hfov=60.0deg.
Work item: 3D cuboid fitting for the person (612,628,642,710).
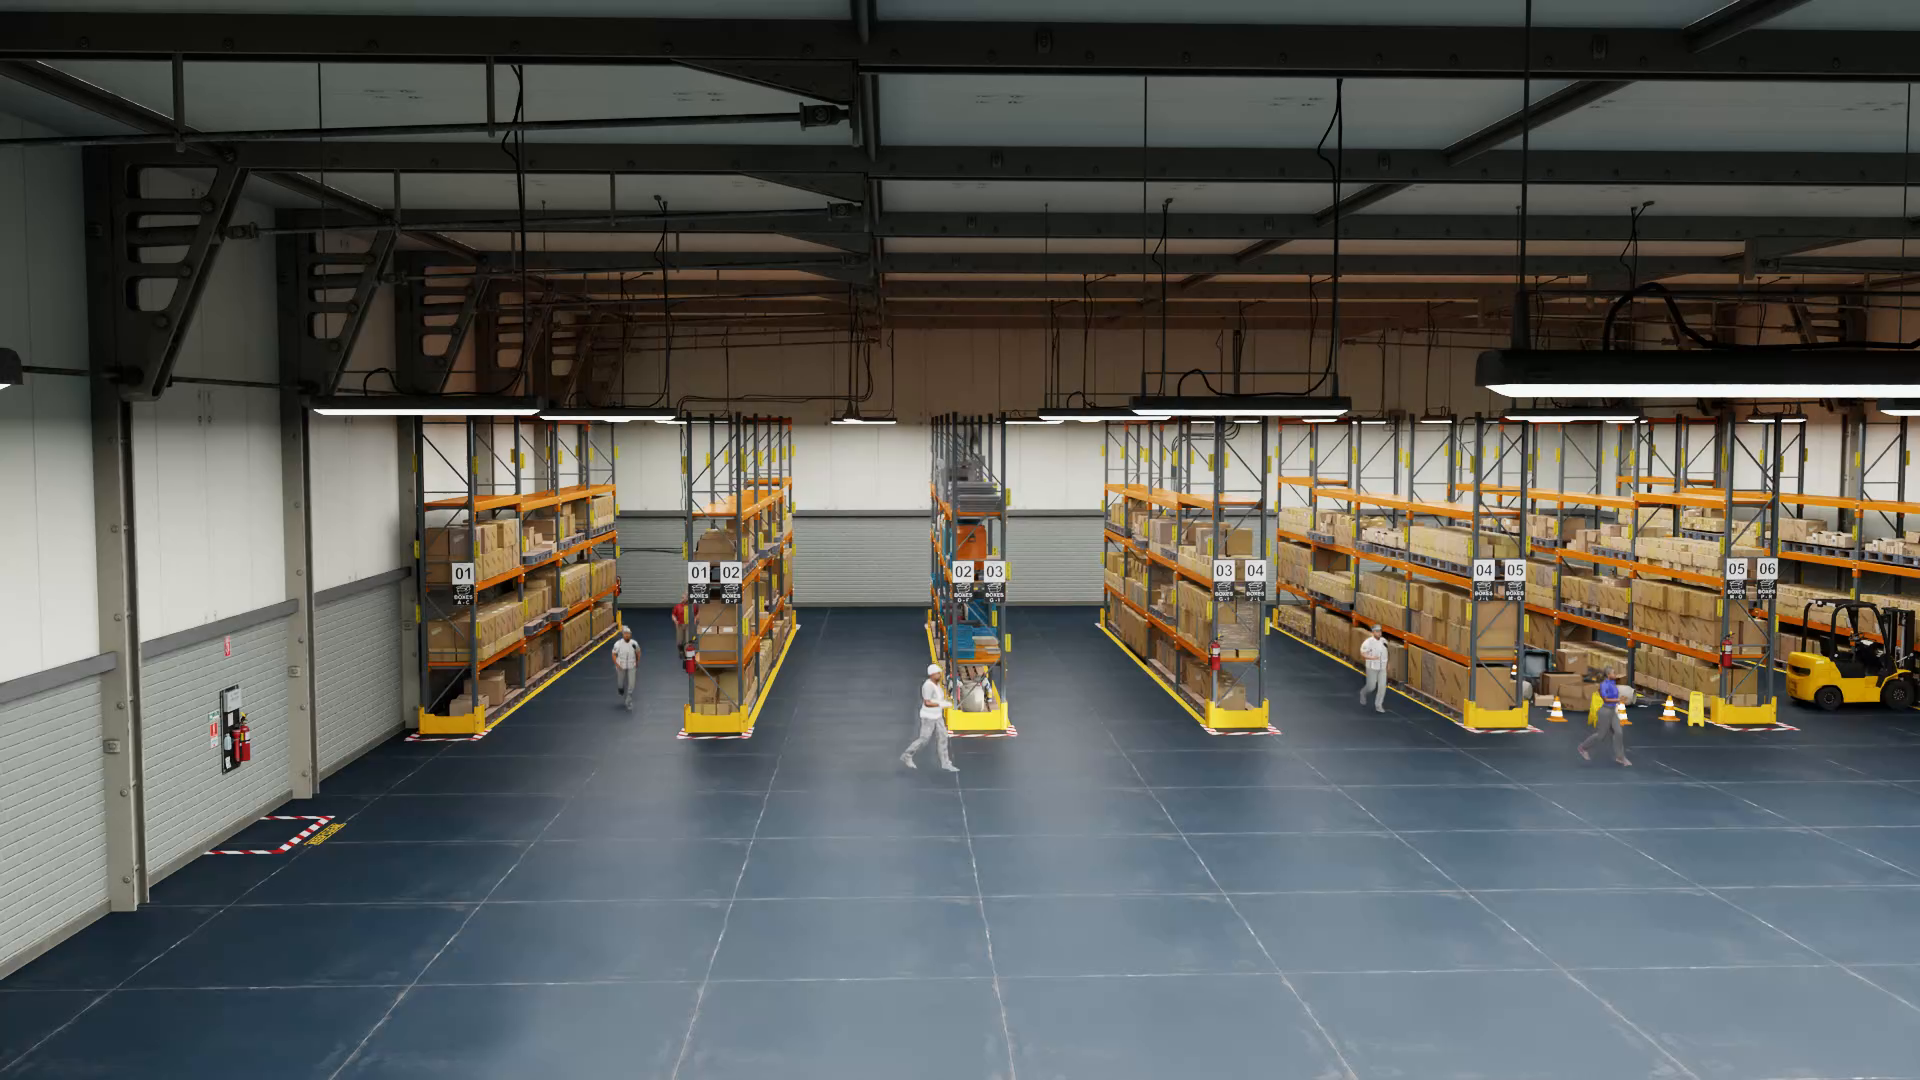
[{"bbox_3d":[-6.816,2.629,34.027,0.605,1.624,0.811,-1,4,-13],"label":"person"}]

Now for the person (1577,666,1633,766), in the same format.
[{"bbox_3d":[10.939,2.957,28.150,0.900,1.663,0.604,3,5,37],"label":"person"}]

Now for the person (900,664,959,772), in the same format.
[{"bbox_3d":[-0.502,2.940,27.514,0.977,1.785,0.645,1,4,18],"label":"person"}]

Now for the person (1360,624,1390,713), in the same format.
[{"bbox_3d":[8.371,2.558,33.545,0.670,1.755,0.796,-1,4,-14],"label":"person"}]

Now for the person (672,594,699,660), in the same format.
[{"bbox_3d":[-6.661,2.139,40.330,0.660,1.674,0.626,-1,4,-9],"label":"person"}]
